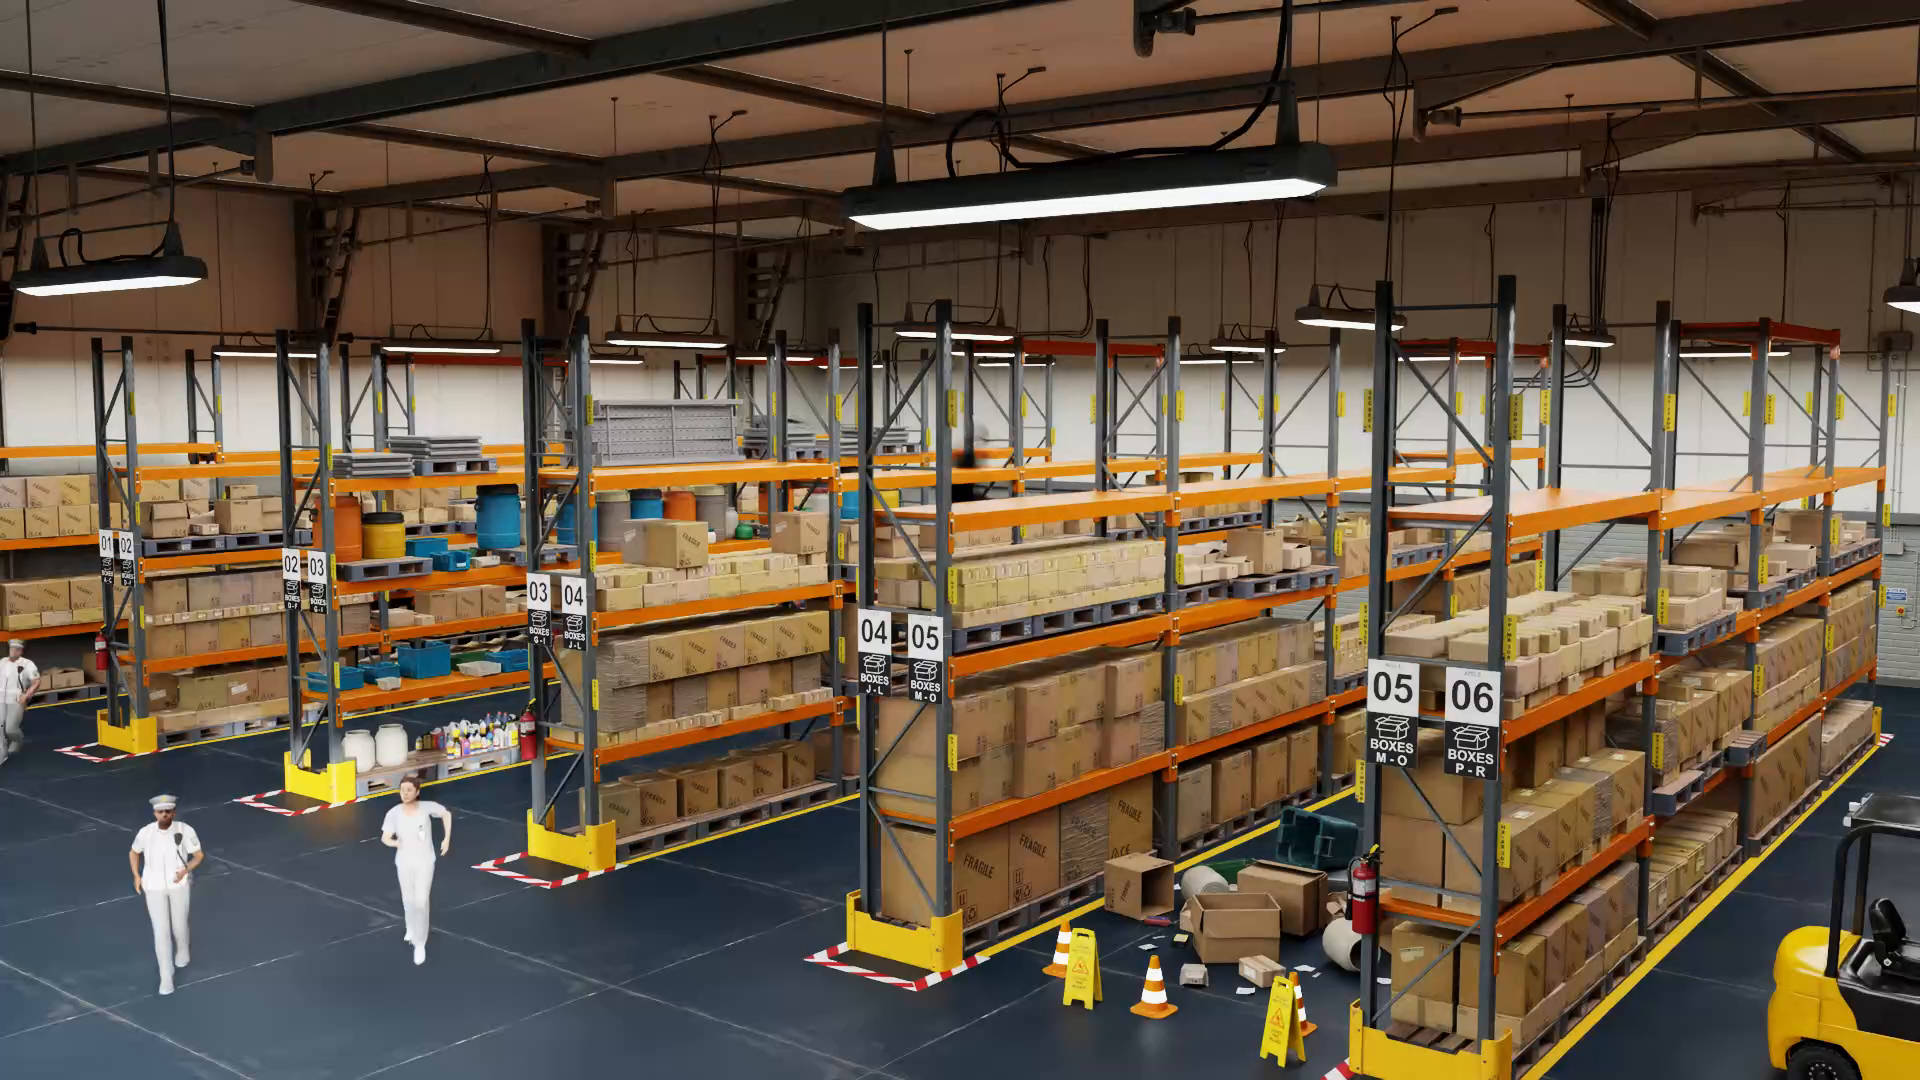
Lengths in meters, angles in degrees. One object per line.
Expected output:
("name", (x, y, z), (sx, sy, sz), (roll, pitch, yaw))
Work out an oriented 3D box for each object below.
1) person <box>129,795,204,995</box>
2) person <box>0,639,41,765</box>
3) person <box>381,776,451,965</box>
("person", (-6.975, 3.052, 14.611), (0.577, 1.684, 0.788), (-2, 5, -23))
("person", (-13.393, 2.270, 23.480), (0.708, 1.754, 0.626), (-1, 5, -6))
("person", (-5.007, 3.010, 15.346), (0.571, 1.680, 0.875), (-1, 5, -7))
